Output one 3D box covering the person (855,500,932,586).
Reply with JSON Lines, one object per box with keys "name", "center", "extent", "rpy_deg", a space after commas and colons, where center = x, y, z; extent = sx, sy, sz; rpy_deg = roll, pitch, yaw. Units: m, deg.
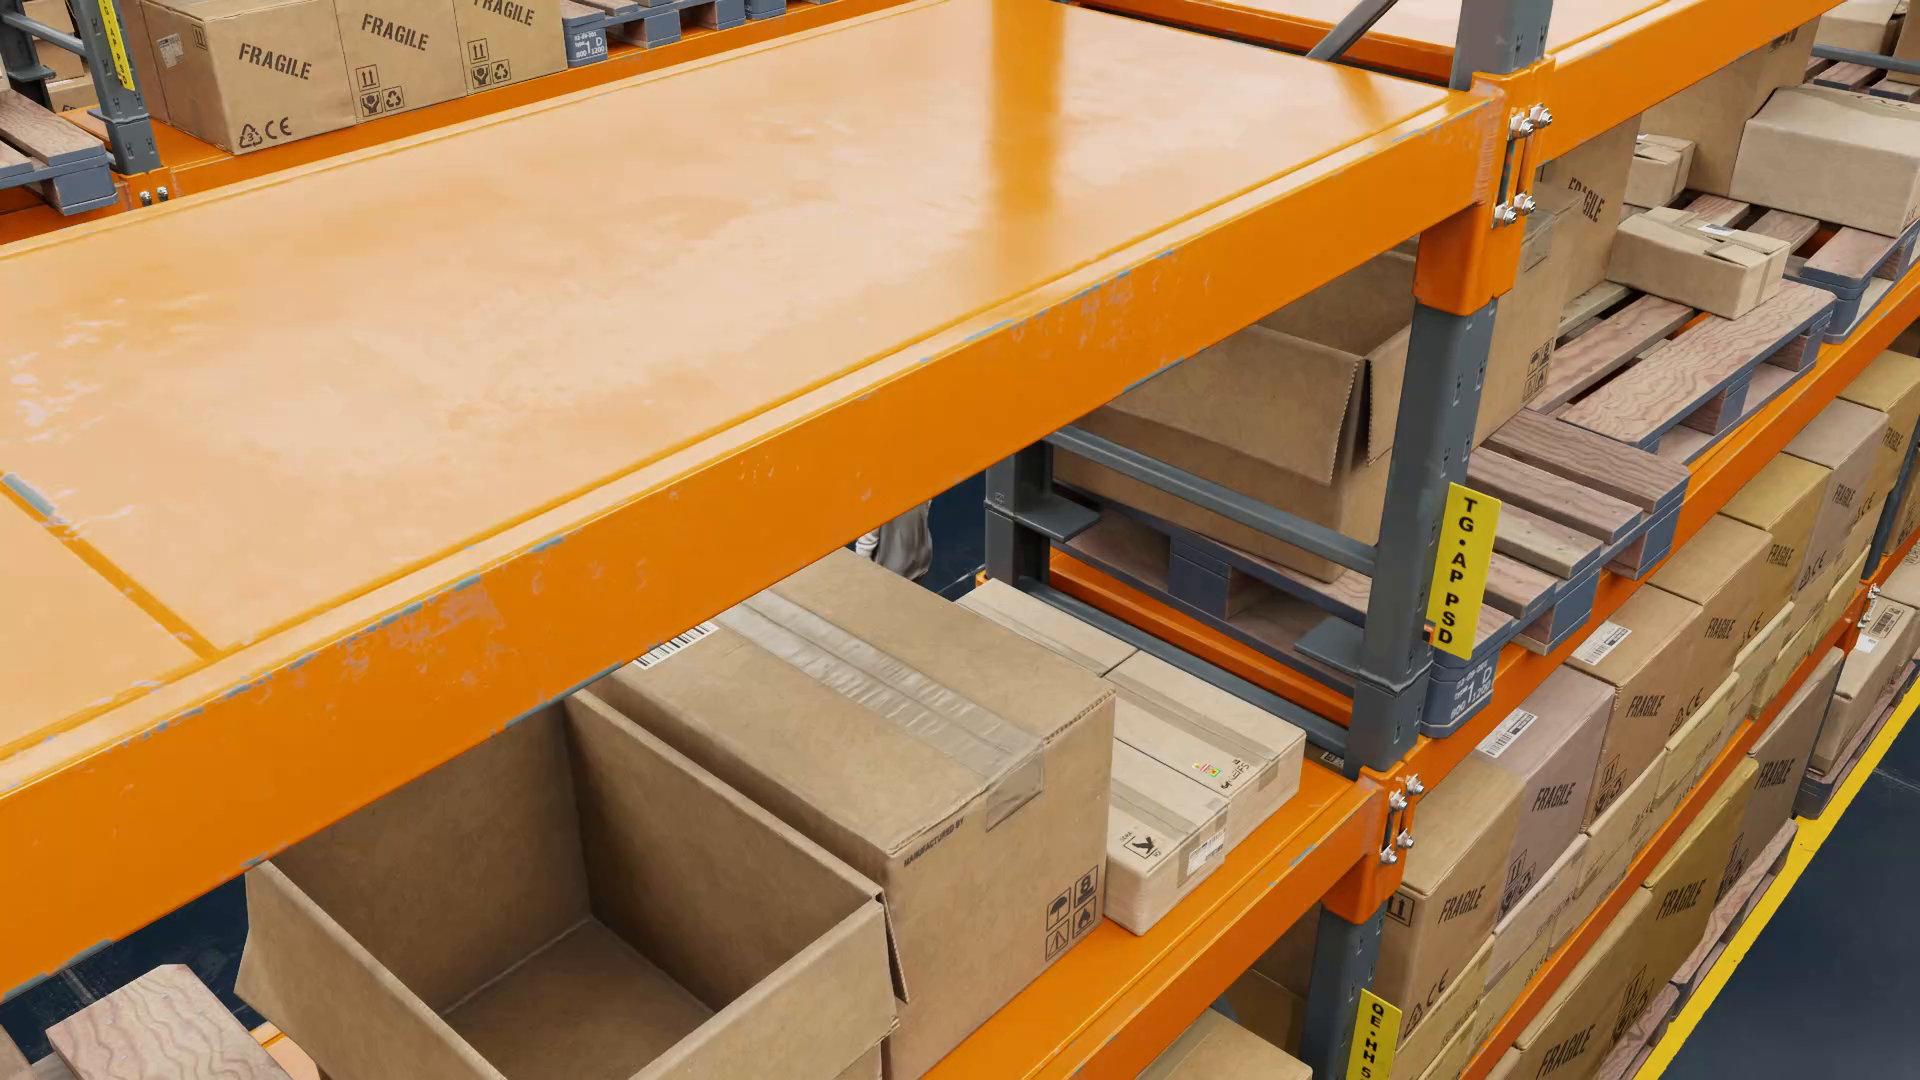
{"name": "person", "center": [-0.311, 0.099, 7.487], "extent": [0.347, 1.592, 0.484], "rpy_deg": [23, 38, 32]}
